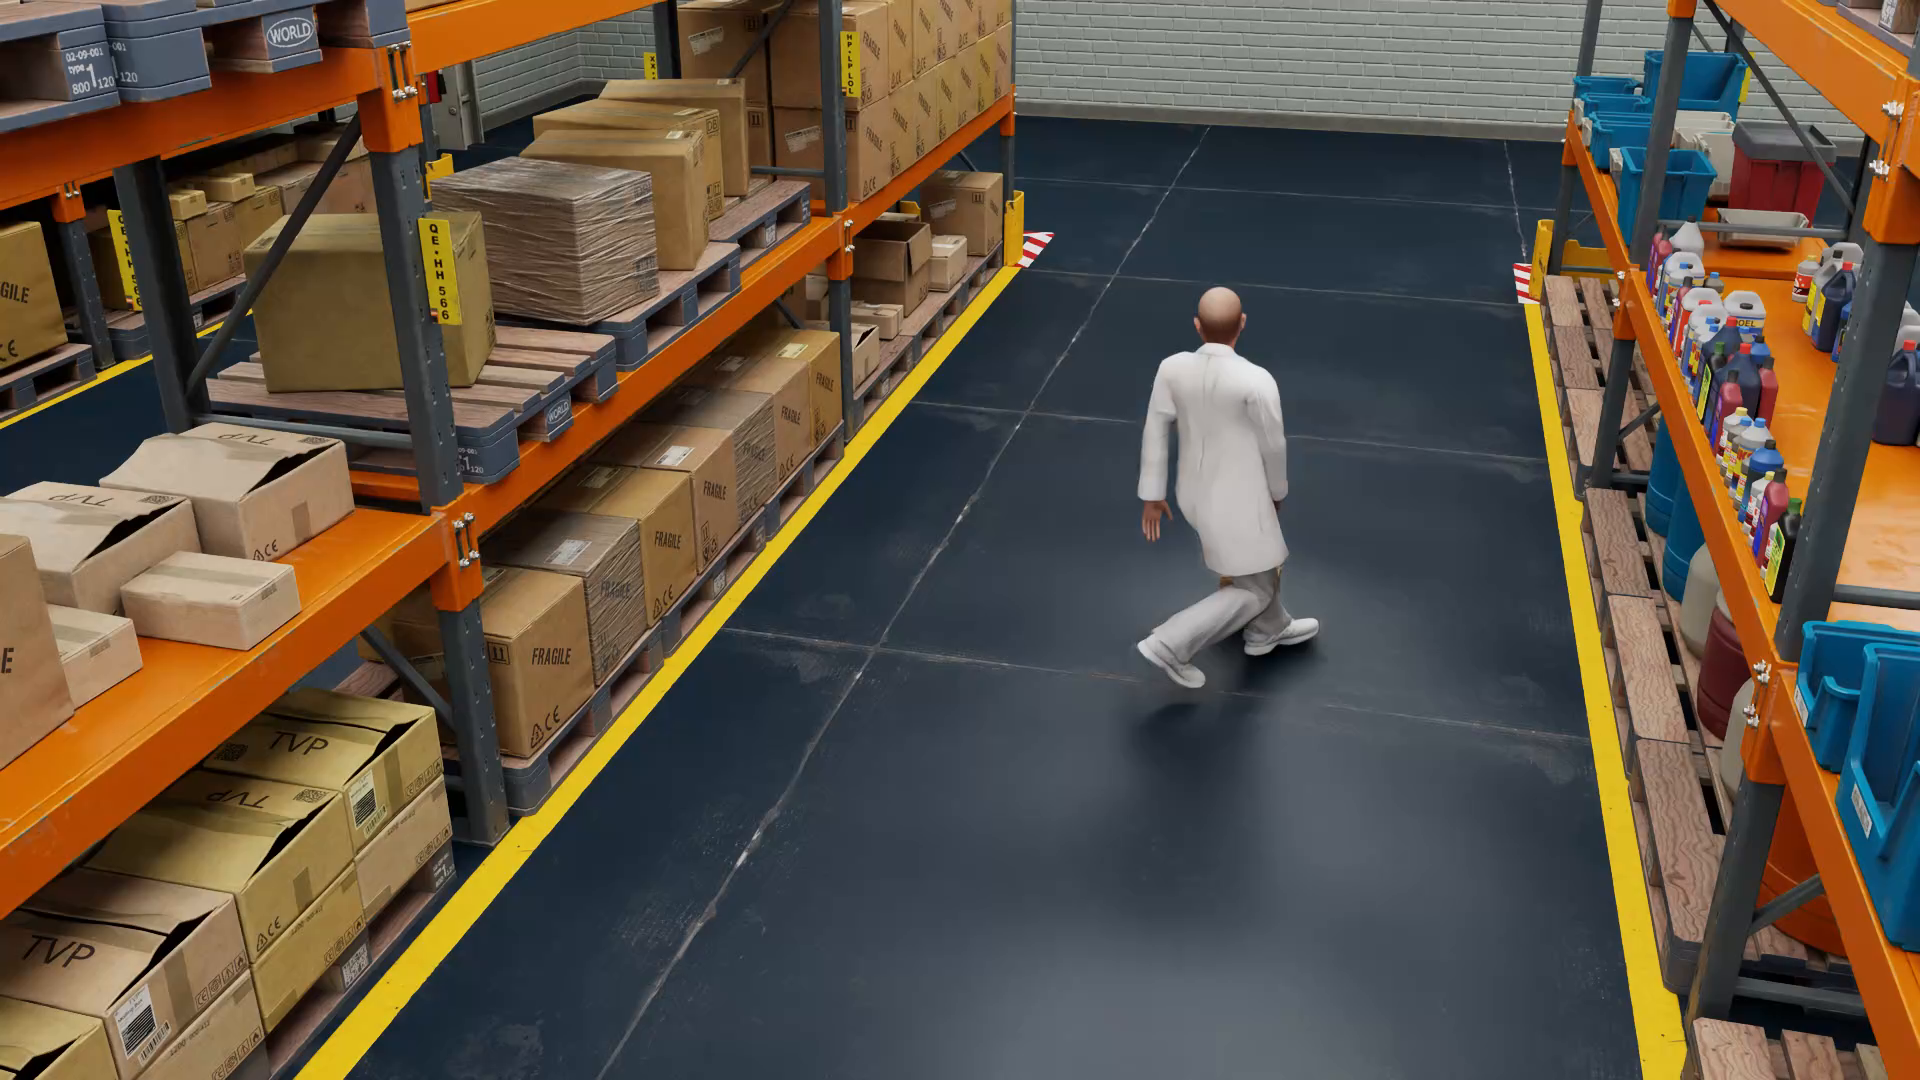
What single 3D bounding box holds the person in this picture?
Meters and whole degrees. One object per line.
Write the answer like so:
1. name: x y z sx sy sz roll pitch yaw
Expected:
1. person: 1.107 -0.213 6.702 1.056 1.667 0.572 -18 31 -34
